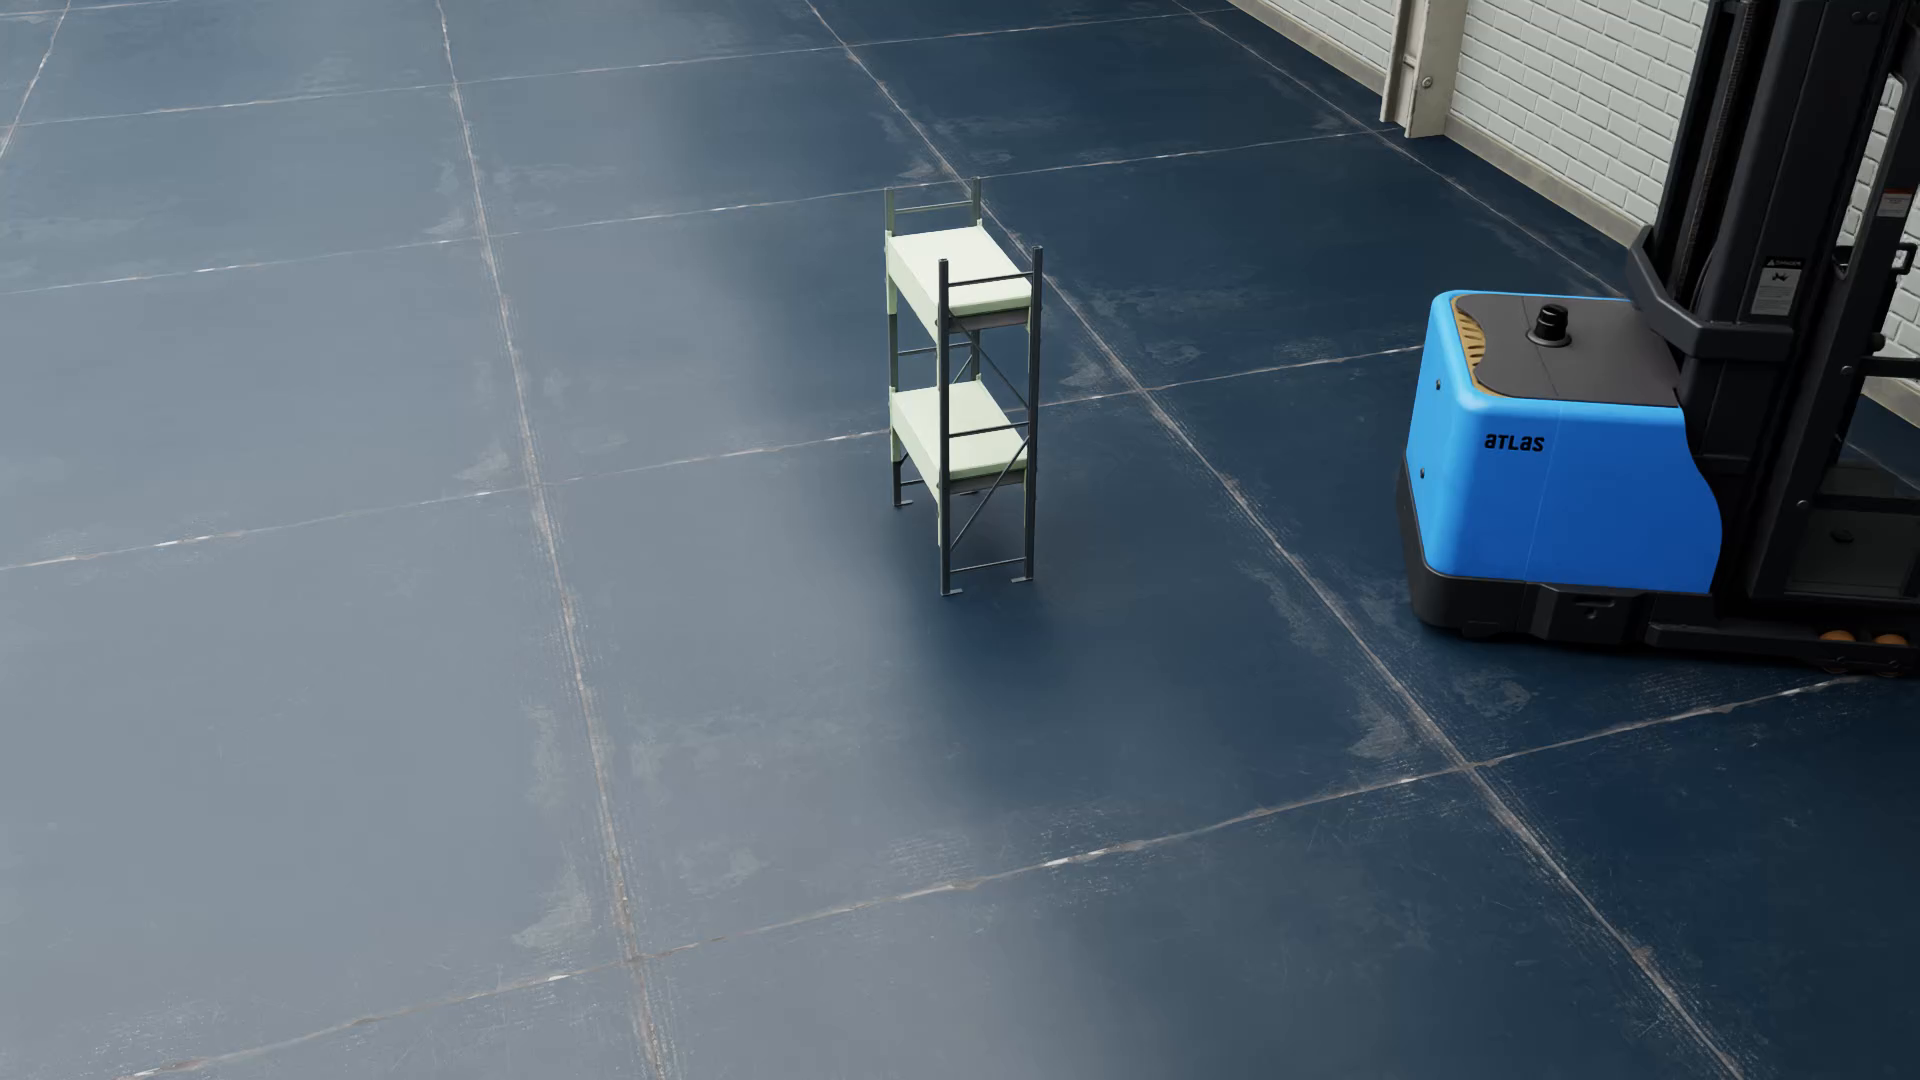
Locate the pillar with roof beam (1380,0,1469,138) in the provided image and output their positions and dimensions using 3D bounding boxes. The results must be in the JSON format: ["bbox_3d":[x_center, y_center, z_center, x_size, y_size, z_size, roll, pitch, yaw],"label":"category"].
[{"bbox_3d":[-0.934,-5.921,8.047,9.100,9.000,0.400,-10,35,-15],"label":"pillar with roof beam"}]

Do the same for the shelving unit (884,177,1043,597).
[{"bbox_3d":[0.002,-0.622,6.831,0.431,1.500,0.755,-10,35,-15],"label":"shelving unit"}]

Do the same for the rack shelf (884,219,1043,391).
[{"bbox_3d":[0.002,-0.948,6.616,0.431,0.370,0.720,-10,35,-15],"label":"rack shelf"}]

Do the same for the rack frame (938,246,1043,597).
[{"bbox_3d":[0.114,-0.430,6.540,0.400,1.500,0.023,-10,35,-15],"label":"rack frame"}]

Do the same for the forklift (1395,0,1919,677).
[{"bbox_3d":[3.382,-1.004,6.110,3.031,2.935,1.130,4,34,6],"label":"forklift"}]

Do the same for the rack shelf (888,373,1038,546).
[{"bbox_3d":[0.002,-0.350,7.011,0.431,0.370,0.720,-10,35,-15],"label":"rack shelf"}]

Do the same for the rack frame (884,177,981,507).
[{"bbox_3d":[-0.110,-0.814,7.122,0.400,1.500,0.023,-10,35,-15],"label":"rack frame"}]
